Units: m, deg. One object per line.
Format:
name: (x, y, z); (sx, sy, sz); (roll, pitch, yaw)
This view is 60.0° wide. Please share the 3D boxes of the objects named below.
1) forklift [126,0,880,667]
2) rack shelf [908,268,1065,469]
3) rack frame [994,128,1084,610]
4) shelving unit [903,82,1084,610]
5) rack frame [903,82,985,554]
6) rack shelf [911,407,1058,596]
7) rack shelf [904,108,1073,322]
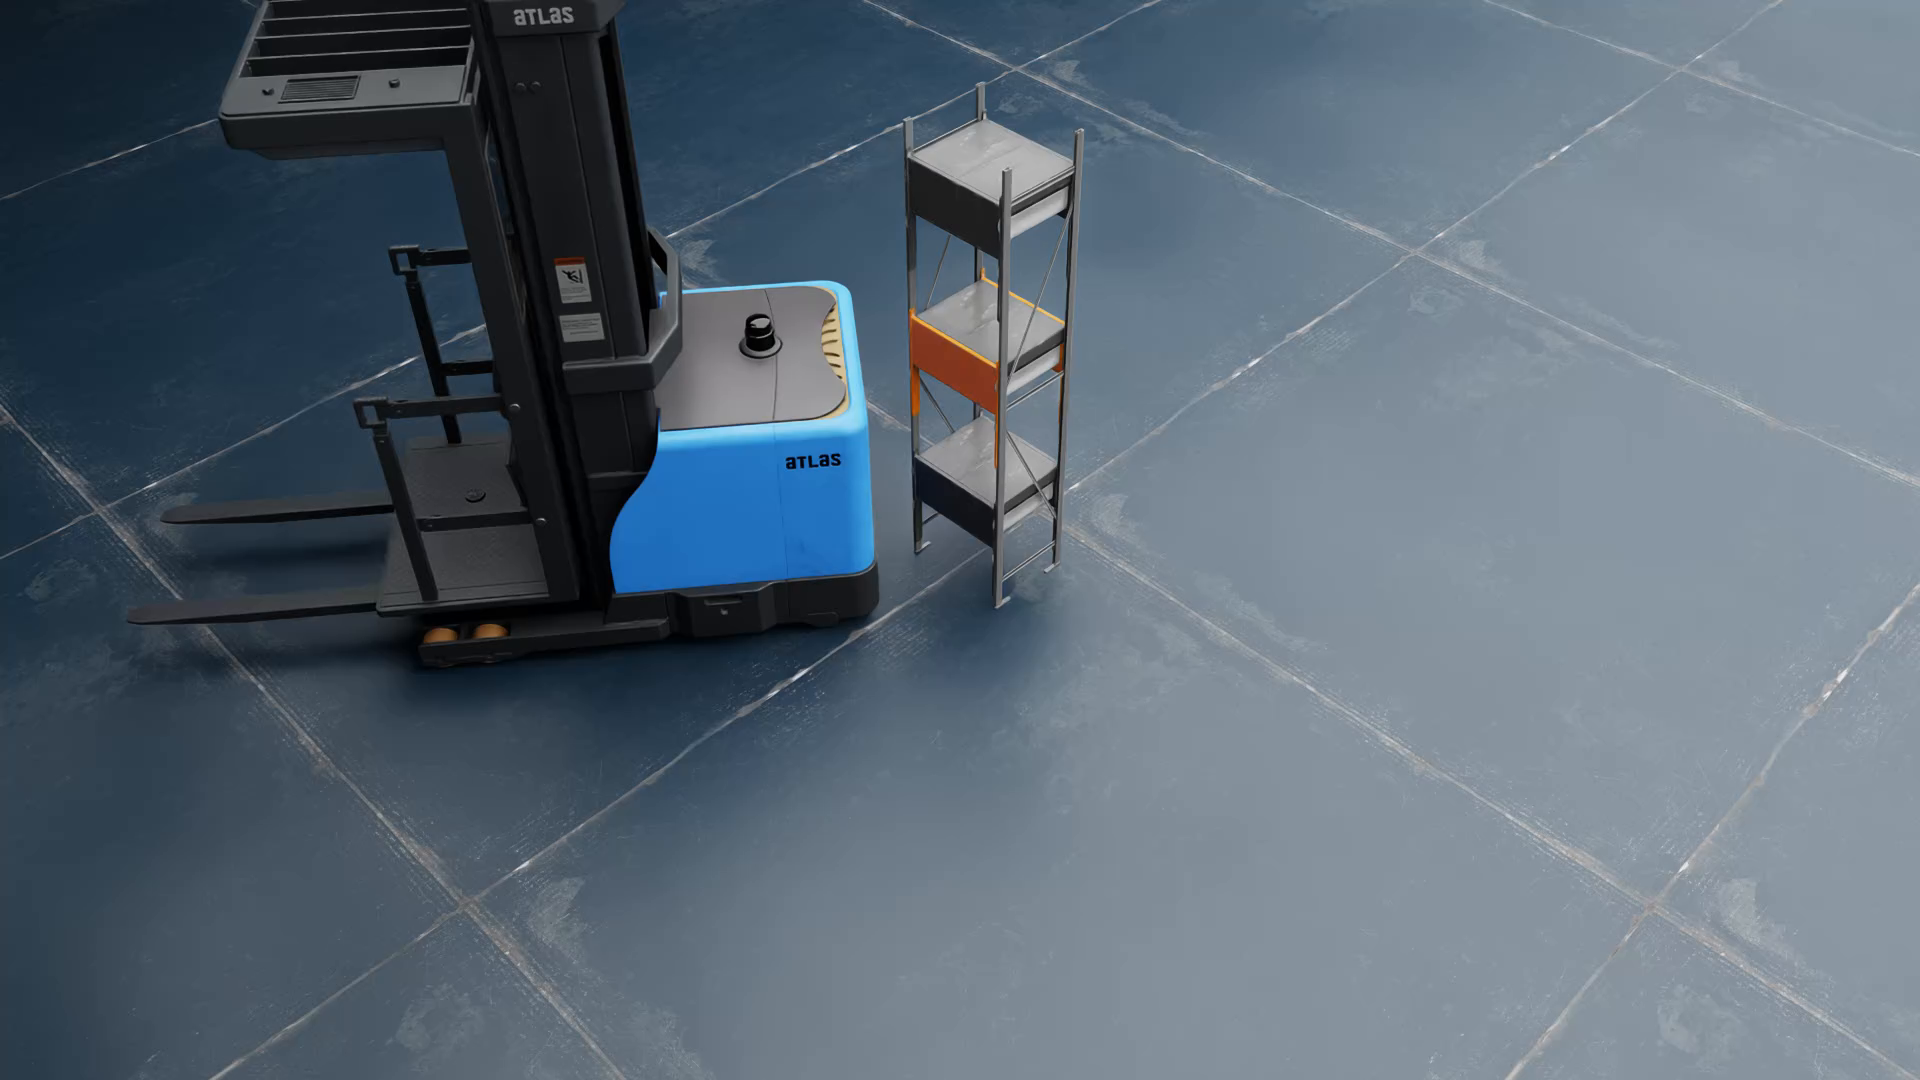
forklift: (-1.895, -0.938, 6.223); (3.031, 2.935, 1.130); (-5, 43, -5)
rack shelf: (0.117, -0.682, 6.578); (0.431, 0.518, 0.480); (-34, 53, -31)
rack frame: (0.289, -0.574, 6.442); (0.400, 2.100, 0.015); (-34, 53, -31)
shelving unit: (0.117, -0.692, 6.569); (0.431, 2.100, 0.503); (-34, 53, -31)
rack frame: (-0.055, -0.809, 6.696); (0.400, 2.100, 0.015); (-34, 53, -31)
rack shelf: (0.117, -0.167, 7.053); (0.431, 0.518, 0.480); (-34, 53, -31)
rack shelf: (0.117, -1.196, 6.103); (0.431, 0.518, 0.480); (-34, 53, -31)
